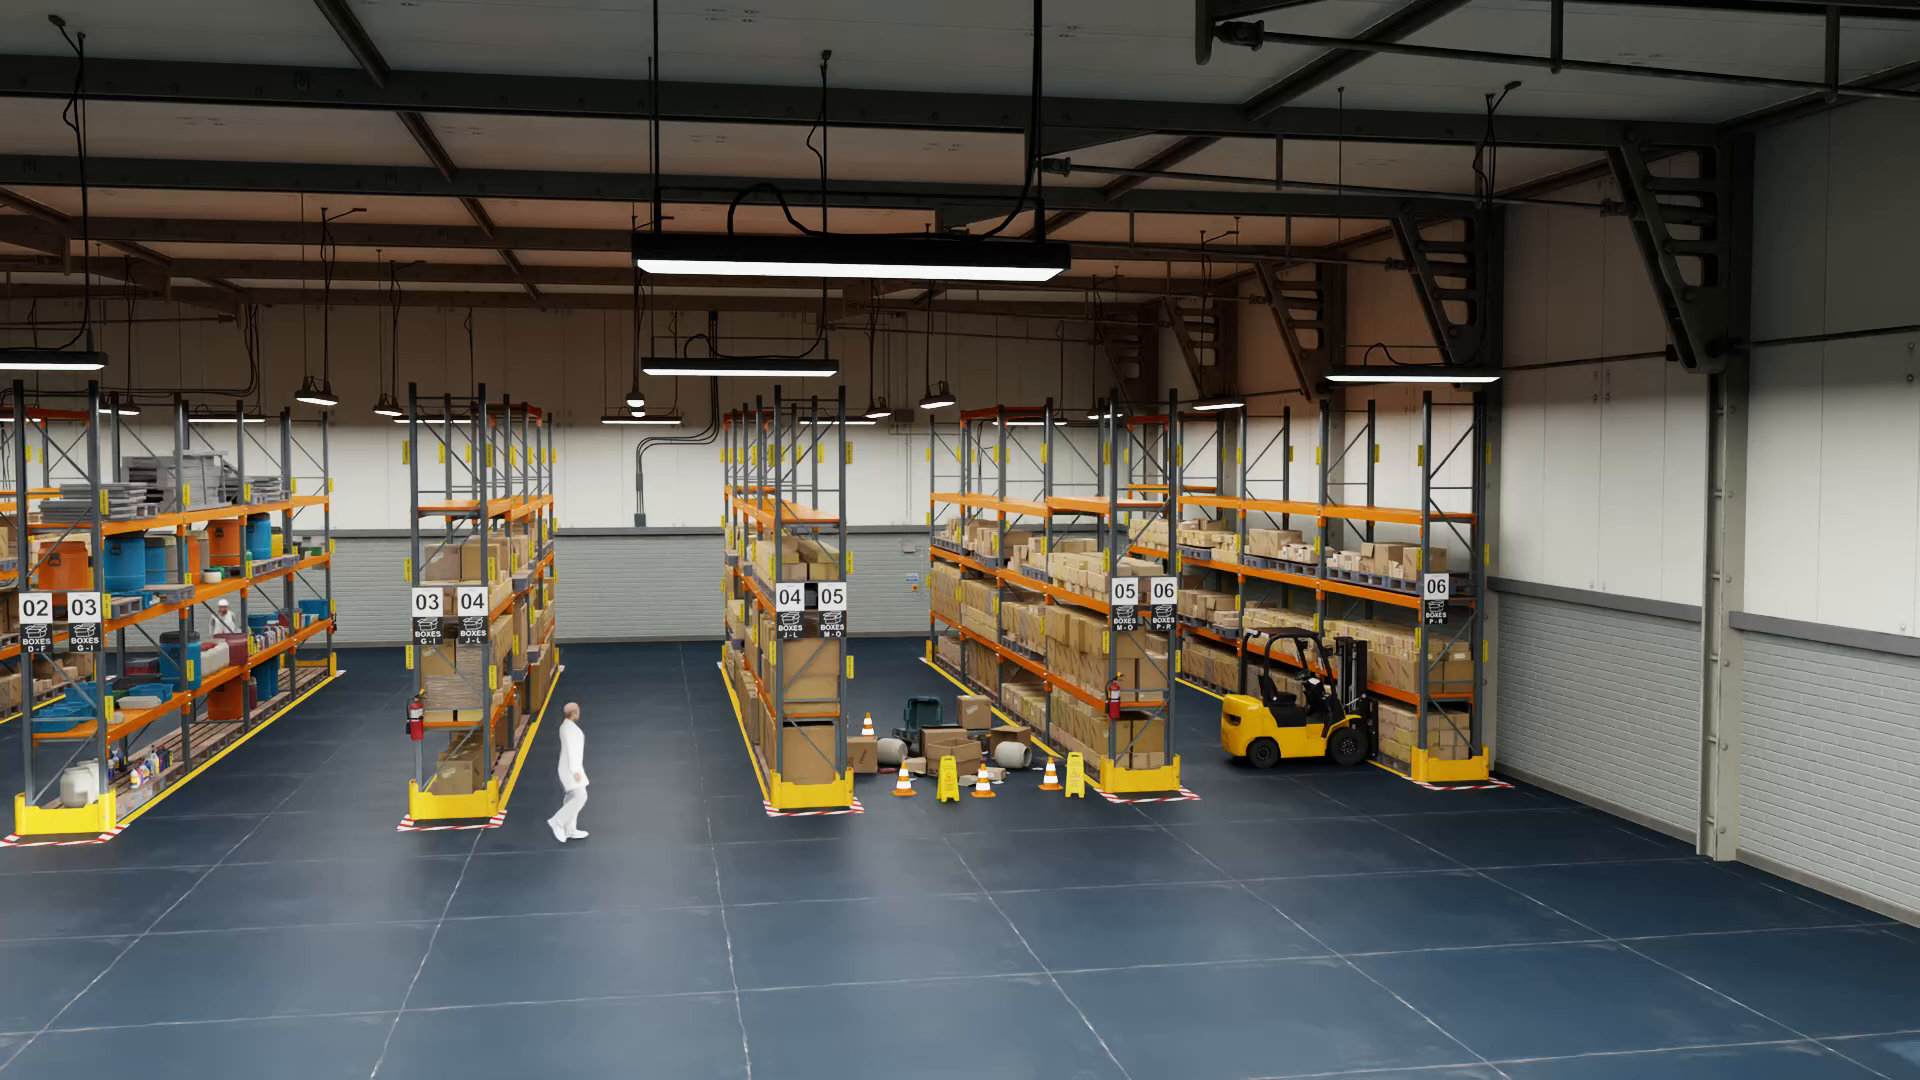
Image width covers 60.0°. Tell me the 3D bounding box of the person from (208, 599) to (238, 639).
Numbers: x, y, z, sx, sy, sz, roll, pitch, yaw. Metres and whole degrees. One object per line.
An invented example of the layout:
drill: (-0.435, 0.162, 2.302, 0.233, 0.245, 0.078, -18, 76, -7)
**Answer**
person: (-16.795, 2.214, 37.905, 0.623, 1.756, 0.638, -1, 3, -23)

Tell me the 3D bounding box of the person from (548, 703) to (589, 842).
person: (-5.070, 3.098, 21.585, 0.536, 1.577, 0.603, 0, 3, -8)
